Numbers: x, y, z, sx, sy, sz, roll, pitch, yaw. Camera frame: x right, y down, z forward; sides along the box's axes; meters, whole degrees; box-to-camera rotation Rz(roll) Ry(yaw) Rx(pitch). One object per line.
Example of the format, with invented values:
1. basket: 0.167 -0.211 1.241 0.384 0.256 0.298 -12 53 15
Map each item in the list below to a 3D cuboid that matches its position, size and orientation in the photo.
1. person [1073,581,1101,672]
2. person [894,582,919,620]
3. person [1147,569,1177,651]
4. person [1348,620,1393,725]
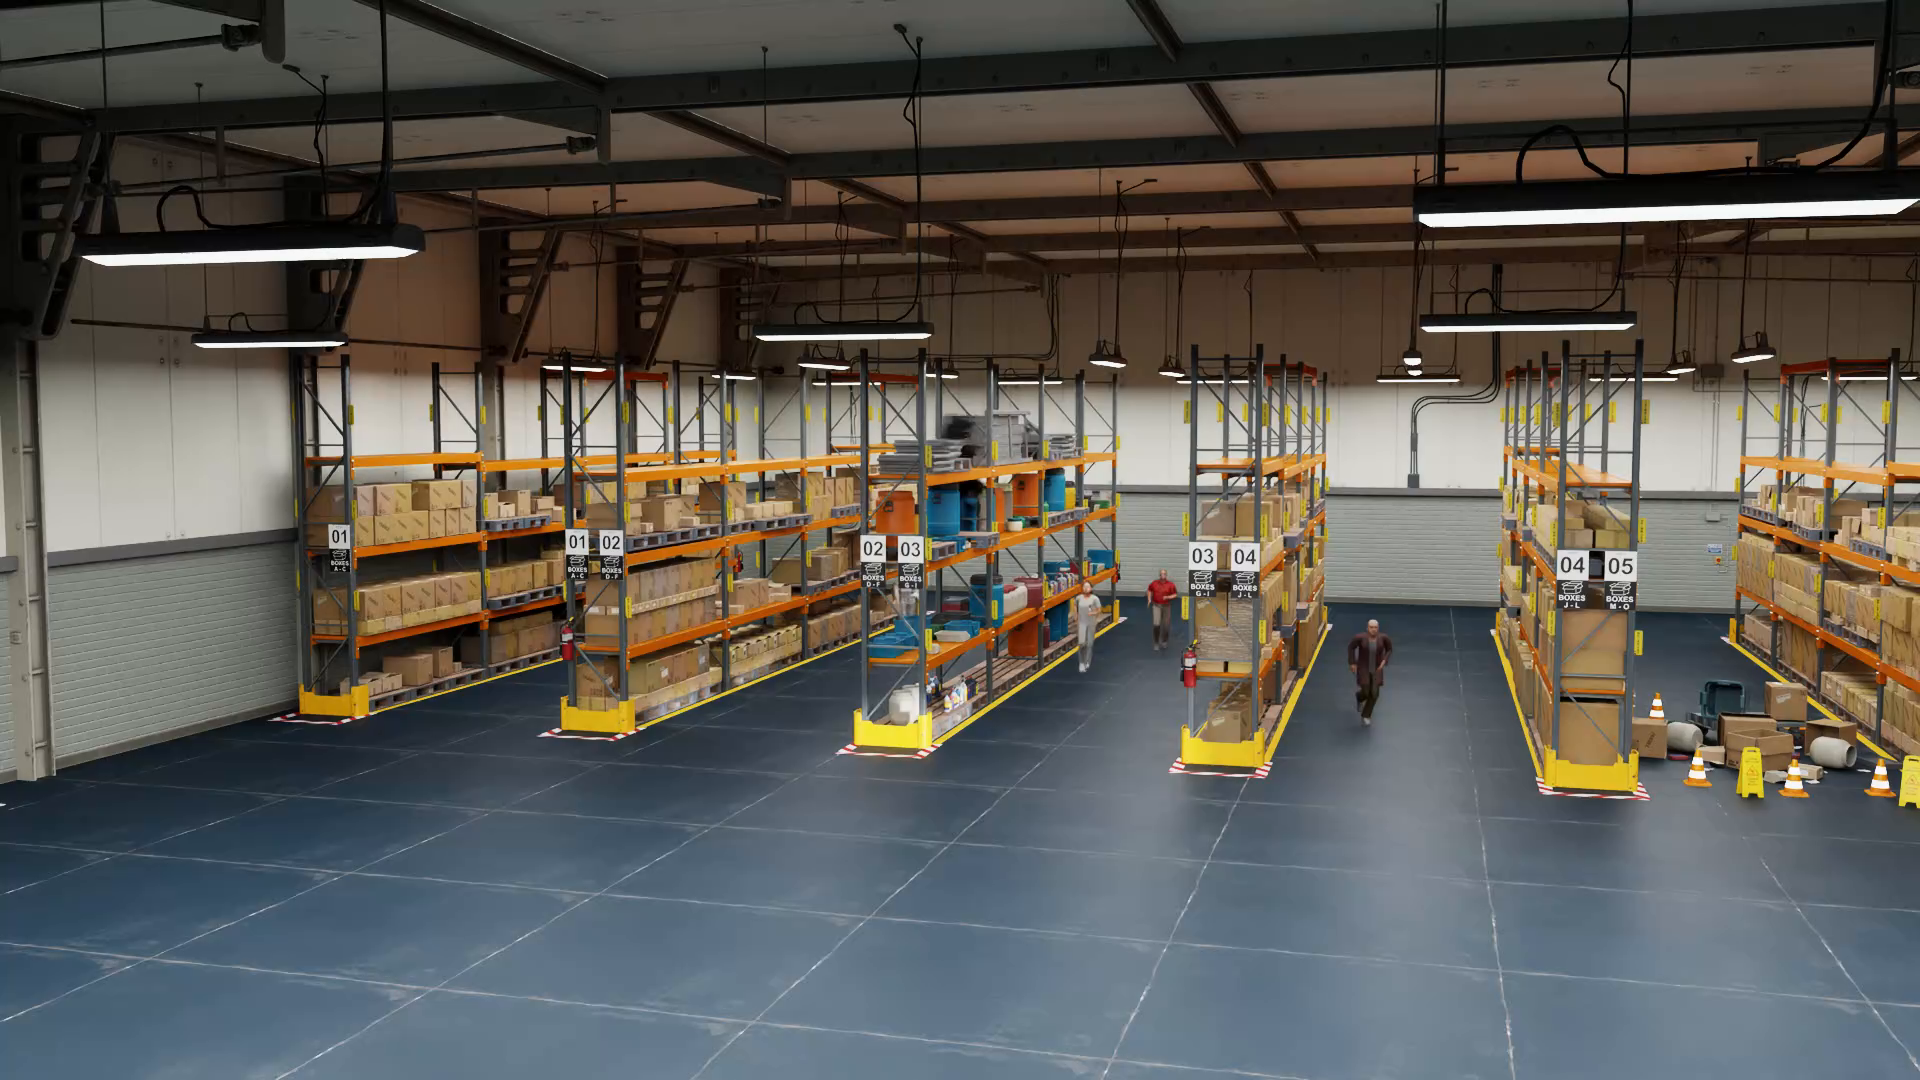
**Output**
1. person: 2.344 1.597 30.714 0.534 1.694 0.653 1 4 7
2. person: -1.169 1.441 36.846 0.607 1.613 0.677 0 4 0
3. person: 4.293 1.505 35.362 0.635 1.766 0.727 0 4 6
4. person: 6.663 2.128 27.069 0.689 1.714 0.756 0 4 -4
